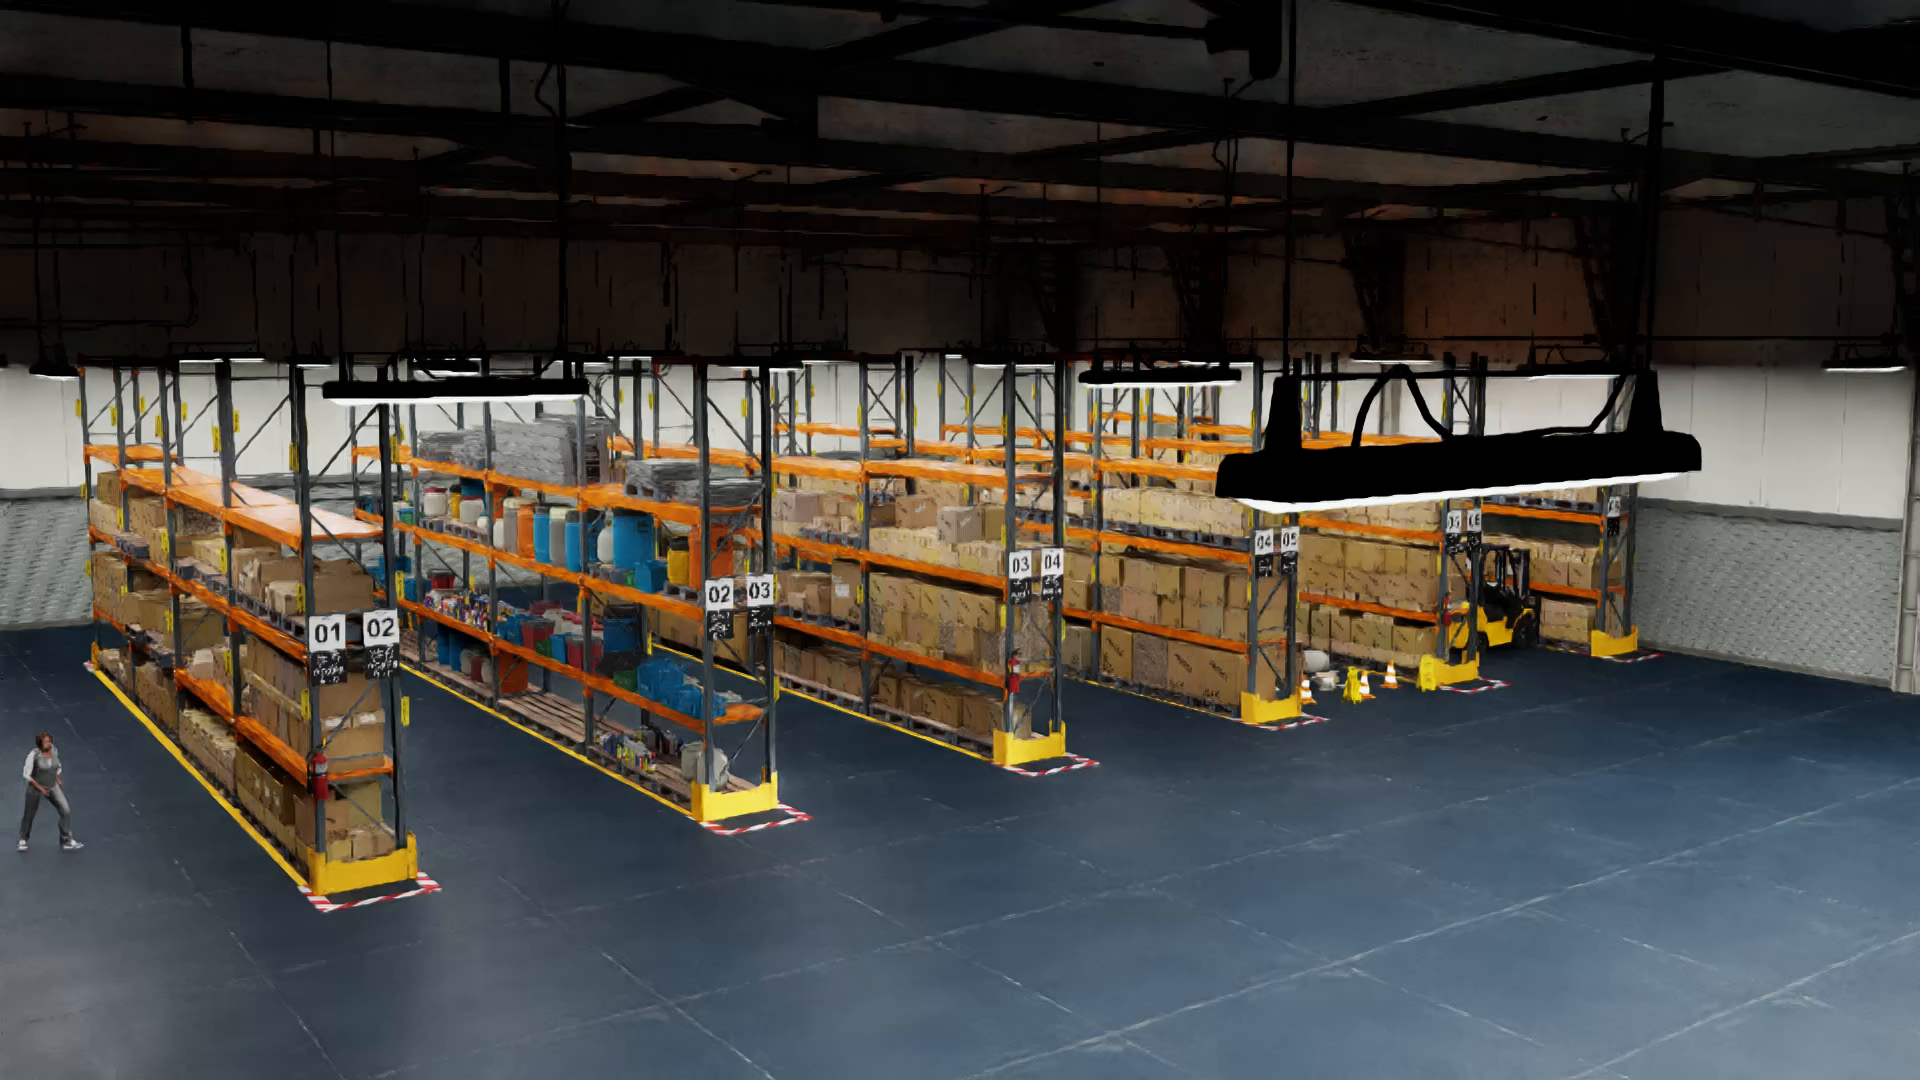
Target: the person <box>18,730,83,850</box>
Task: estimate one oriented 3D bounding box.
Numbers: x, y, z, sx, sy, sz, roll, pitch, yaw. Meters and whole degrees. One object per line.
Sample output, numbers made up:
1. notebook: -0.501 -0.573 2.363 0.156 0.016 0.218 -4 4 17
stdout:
1. person: -11.326 3.081 20.544 0.786 1.517 0.554 5 9 36
